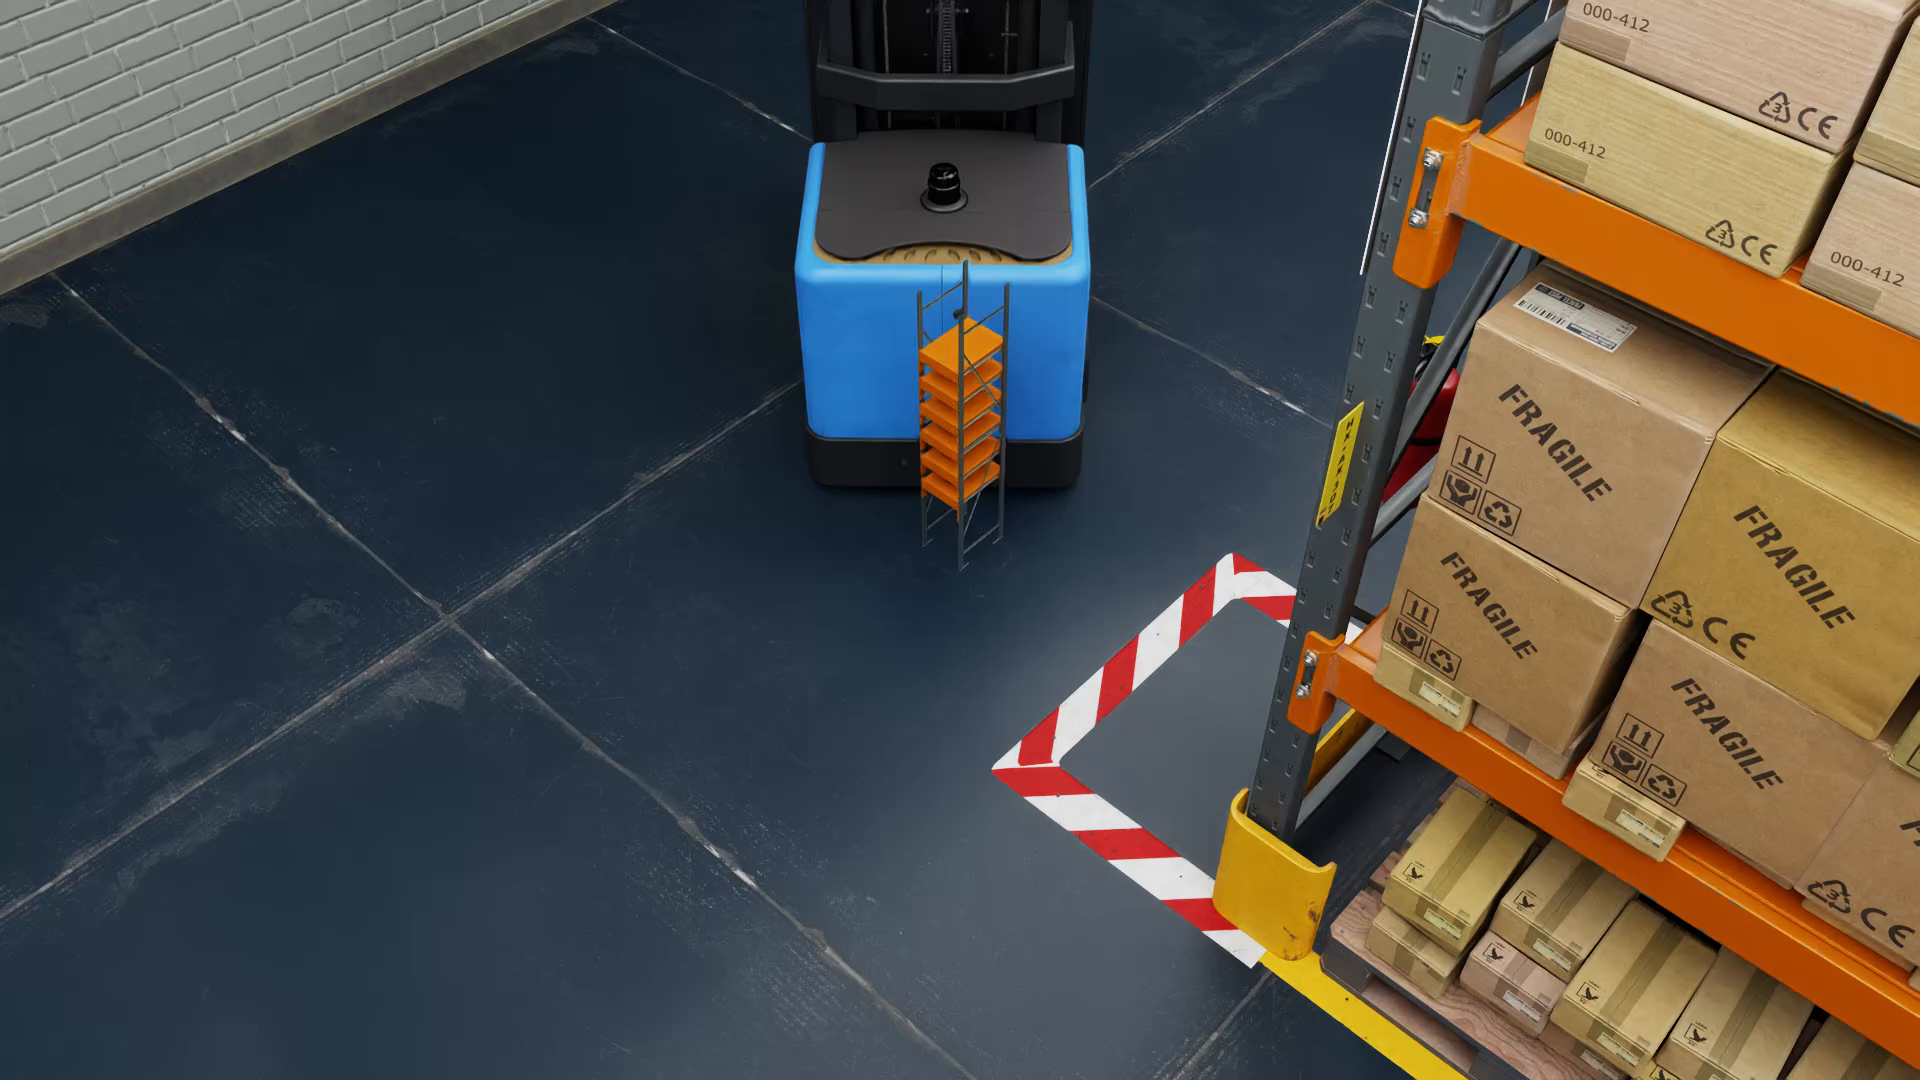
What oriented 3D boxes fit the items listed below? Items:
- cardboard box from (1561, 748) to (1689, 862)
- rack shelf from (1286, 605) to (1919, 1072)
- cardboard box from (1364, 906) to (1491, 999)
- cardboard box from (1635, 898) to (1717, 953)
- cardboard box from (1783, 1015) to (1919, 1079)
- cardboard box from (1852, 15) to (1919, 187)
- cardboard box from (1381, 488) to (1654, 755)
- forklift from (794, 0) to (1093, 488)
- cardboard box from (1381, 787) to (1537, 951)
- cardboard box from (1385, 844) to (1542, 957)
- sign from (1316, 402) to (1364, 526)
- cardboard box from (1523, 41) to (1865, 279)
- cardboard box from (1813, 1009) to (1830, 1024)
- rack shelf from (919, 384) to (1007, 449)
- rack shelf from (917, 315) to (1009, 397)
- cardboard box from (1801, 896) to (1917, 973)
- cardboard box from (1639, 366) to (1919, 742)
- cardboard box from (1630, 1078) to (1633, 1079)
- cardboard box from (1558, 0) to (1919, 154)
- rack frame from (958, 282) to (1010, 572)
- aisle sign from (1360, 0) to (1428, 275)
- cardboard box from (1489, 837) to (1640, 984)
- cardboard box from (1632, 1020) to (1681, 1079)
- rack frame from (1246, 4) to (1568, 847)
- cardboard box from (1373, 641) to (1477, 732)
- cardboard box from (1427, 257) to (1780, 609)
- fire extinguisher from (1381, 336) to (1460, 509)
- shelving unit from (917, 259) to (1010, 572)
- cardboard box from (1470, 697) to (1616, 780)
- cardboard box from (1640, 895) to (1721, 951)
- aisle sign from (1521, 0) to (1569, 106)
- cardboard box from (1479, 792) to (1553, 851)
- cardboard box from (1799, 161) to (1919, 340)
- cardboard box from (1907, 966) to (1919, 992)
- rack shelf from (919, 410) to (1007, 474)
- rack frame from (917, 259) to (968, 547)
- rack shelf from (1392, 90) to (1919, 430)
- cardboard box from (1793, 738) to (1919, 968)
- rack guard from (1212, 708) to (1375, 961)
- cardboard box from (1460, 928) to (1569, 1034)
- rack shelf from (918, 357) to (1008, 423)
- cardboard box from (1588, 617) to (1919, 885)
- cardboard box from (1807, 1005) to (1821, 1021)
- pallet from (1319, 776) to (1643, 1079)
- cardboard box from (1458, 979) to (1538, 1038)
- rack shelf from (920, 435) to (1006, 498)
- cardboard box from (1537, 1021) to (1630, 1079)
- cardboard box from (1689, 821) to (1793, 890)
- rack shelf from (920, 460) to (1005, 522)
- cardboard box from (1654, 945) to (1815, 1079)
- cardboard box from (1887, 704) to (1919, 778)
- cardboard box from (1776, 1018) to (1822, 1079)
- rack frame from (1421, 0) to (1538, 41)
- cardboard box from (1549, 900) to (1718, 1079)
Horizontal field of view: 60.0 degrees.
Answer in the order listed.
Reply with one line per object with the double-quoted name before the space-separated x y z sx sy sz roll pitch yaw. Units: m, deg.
"cardboard box" 1.619 0.523 3.873 0.250 0.149 0.380 32 55 27
"rack shelf" 2.696 1.071 3.680 4.000 0.370 1.077 34 55 28
"cardboard box" 1.395 1.099 4.828 0.250 0.149 0.380 35 56 28
"cardboard box" 1.840 1.202 4.527 0.250 0.149 0.380 35 56 28
"cardboard box" 2.200 1.391 4.146 0.250 0.149 0.380 36 56 29
"cardboard box" 1.757 -0.697 2.549 0.500 0.250 0.500 33 55 27
"cardboard box" 1.369 0.070 3.854 0.500 0.500 0.500 -36 56 -29
"forklift" -0.041 -2.260 6.361 1.130 2.935 3.031 1 47 1
"cardboard box" 1.381 0.906 4.601 0.250 0.149 0.380 32 54 26
"cardboard box" 1.438 0.963 4.752 0.380 0.149 0.250 -36 56 -29
"sign" 0.859 -0.169 3.758 0.005 0.325 0.100 34 55 28
"cardboard box" 1.383 -0.780 2.970 0.500 0.250 0.500 36 56 29
"cardboard box" 2.569 1.274 4.664 0.250 0.149 0.380 32 54 26
"rack shelf" 0.011 -0.455 5.751 0.180 0.103 0.258 34 55 28
"rack shelf" 0.011 -0.620 5.576 0.180 0.103 0.258 34 55 28
"cardboard box" 2.085 0.725 3.684 0.250 0.149 0.380 33 55 27
"cardboard box" 1.752 -0.032 3.264 0.500 0.500 0.500 36 56 29
"cardboard box" 1.943 1.489 4.462 0.250 0.149 0.380 35 56 28
"cardboard box" 1.380 -0.949 2.786 0.500 0.250 0.500 35 56 28
"rack frame" 0.078 -0.358 5.763 0.006 1.200 0.240 34 55 28
"aisle sign" 0.970 -0.929 3.282 0.004 0.787 0.394 34 55 28
"cardboard box" 1.666 0.978 4.534 0.250 0.149 0.380 35 56 28
"cardboard box" 1.955 1.387 4.353 0.250 0.149 0.380 36 56 29
"rack frame" 1.227 -0.164 4.346 0.127 3.000 1.000 34 55 28
"cardboard box" 1.242 0.258 4.123 0.250 0.149 0.380 34 55 27
"cardboard box" 1.377 -0.278 3.495 0.500 0.500 0.500 34 55 27
"fire extinguisher" 1.355 -0.382 4.859 0.183 0.674 0.296 34 55 28
"shelving unit" 0.011 -0.404 5.806 0.189 1.200 0.258 34 55 28
"cardboard box" 1.458 0.362 4.025 0.250 0.149 0.380 36 56 29
"cardboard box" 2.148 1.066 4.859 0.250 0.149 0.380 34 55 28
"aisle sign" 1.377 -1.251 3.583 0.004 0.787 0.394 34 55 28
"cardboard box" 1.755 0.817 5.093 0.250 0.149 0.380 35 56 28
"cardboard box" 1.767 -0.518 2.724 0.500 0.250 0.500 36 56 29
"cardboard box" 2.247 0.862 3.555 0.250 0.149 0.380 33 55 27
"rack shelf" 0.011 -0.373 5.838 0.180 0.103 0.258 34 55 28
"rack frame" -0.057 -0.449 5.848 0.006 1.200 0.240 34 55 28
"rack shelf" 2.696 0.045 2.587 4.000 0.370 1.077 34 55 28
"cardboard box" 2.131 0.570 3.385 0.500 0.500 0.500 35 56 28
"rack guard" 1.283 0.729 5.222 0.348 0.500 1.175 34 55 28
"cardboard box" 1.601 1.129 4.596 0.250 0.149 0.380 34 55 28
"rack shelf" 0.011 -0.537 5.663 0.180 0.103 0.258 34 55 28
"cardboard box" 1.780 0.321 3.618 0.500 0.500 0.500 34 55 28
"cardboard box" 2.319 1.119 4.606 0.250 0.149 0.380 33 55 27
"pallet" 1.856 1.249 4.933 1.213 0.211 1.003 34 55 28
"cardboard box" 1.643 1.184 4.748 0.250 0.149 0.380 34 55 28
"rack shelf" 0.011 -0.291 5.926 0.180 0.103 0.258 34 55 28
"cardboard box" 1.830 1.303 4.636 0.250 0.149 0.380 35 56 28
"cardboard box" 1.902 0.578 3.822 0.380 0.149 0.250 -36 56 -29
"rack shelf" 0.011 -0.209 6.013 0.180 0.103 0.258 34 55 28
"cardboard box" 2.002 1.249 4.279 0.250 0.149 0.380 31 54 26
"cardboard box" 2.119 0.237 3.011 0.500 0.500 0.500 33 55 27
"cardboard box" 2.215 1.468 4.278 0.250 0.149 0.380 31 54 26
"rack frame" 1.227 -2.217 2.159 0.127 3.000 1.000 34 55 28
"cardboard box" 1.764 1.171 4.353 0.250 0.149 0.380 34 55 28
